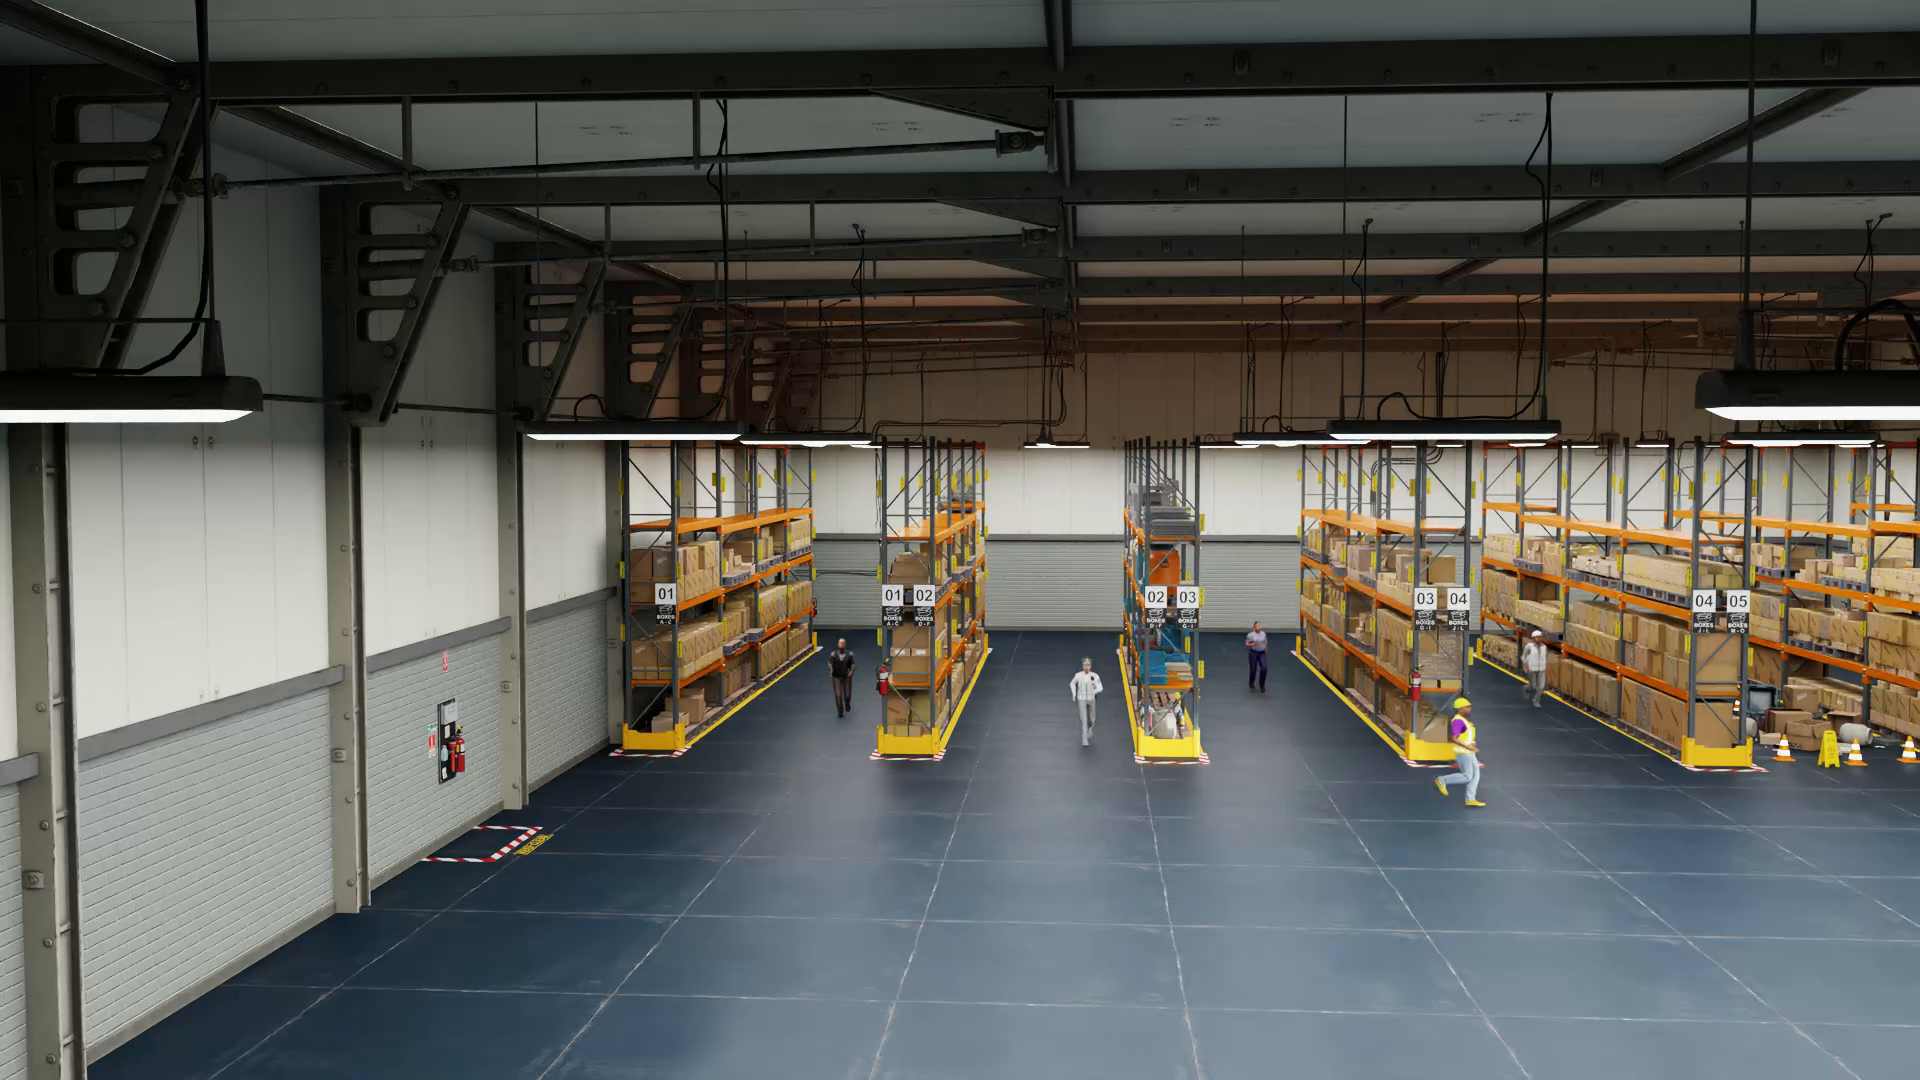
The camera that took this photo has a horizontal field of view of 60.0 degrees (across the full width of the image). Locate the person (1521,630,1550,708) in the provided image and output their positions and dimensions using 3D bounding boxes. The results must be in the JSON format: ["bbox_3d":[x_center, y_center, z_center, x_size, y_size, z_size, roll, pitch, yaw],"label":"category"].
[{"bbox_3d":[12.883,2.875,37.256,0.647,1.727,0.637,0,3,-3],"label":"person"}]

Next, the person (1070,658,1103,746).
[{"bbox_3d":[2.467,3.129,32.462,0.631,1.668,0.877,0,3,2],"label":"person"}]

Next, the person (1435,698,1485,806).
[{"bbox_3d":[8.101,3.418,26.866,0.787,1.735,0.698,2,3,27],"label":"person"}]

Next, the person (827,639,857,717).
[{"bbox_3d":[-2.547,2.968,35.838,0.659,1.673,0.614,0,3,-1],"label":"person"}]

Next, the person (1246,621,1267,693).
[{"bbox_3d":[7.078,2.790,39.570,0.585,1.704,0.708,0,3,-4],"label":"person"}]
